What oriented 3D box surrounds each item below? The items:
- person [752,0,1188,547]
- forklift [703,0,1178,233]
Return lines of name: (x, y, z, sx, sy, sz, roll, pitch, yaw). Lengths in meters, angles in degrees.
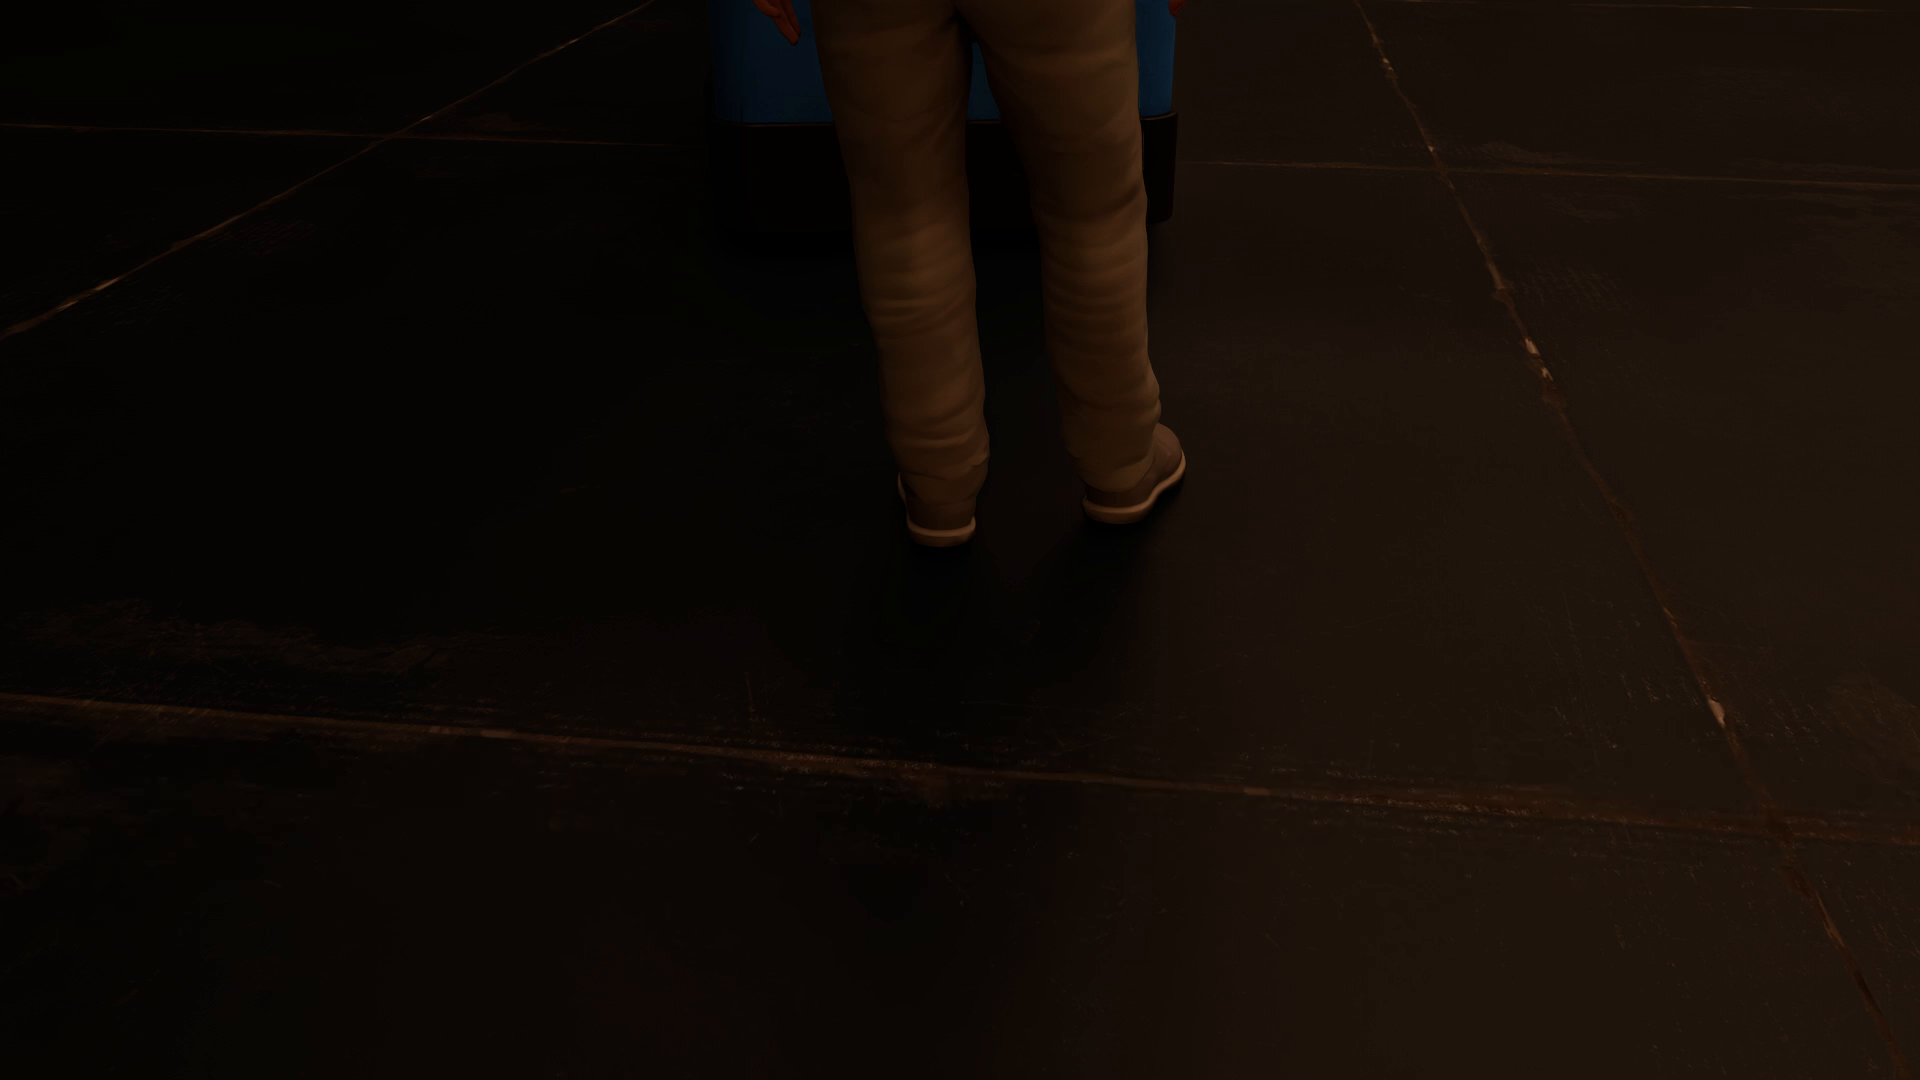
person: (0.022, -0.837, 2.166, 0.640, 1.781, 0.575, 3, 27, 7)
forklift: (-0.133, -2.618, 4.465, 1.130, 2.935, 3.031, -2, 27, -4)
